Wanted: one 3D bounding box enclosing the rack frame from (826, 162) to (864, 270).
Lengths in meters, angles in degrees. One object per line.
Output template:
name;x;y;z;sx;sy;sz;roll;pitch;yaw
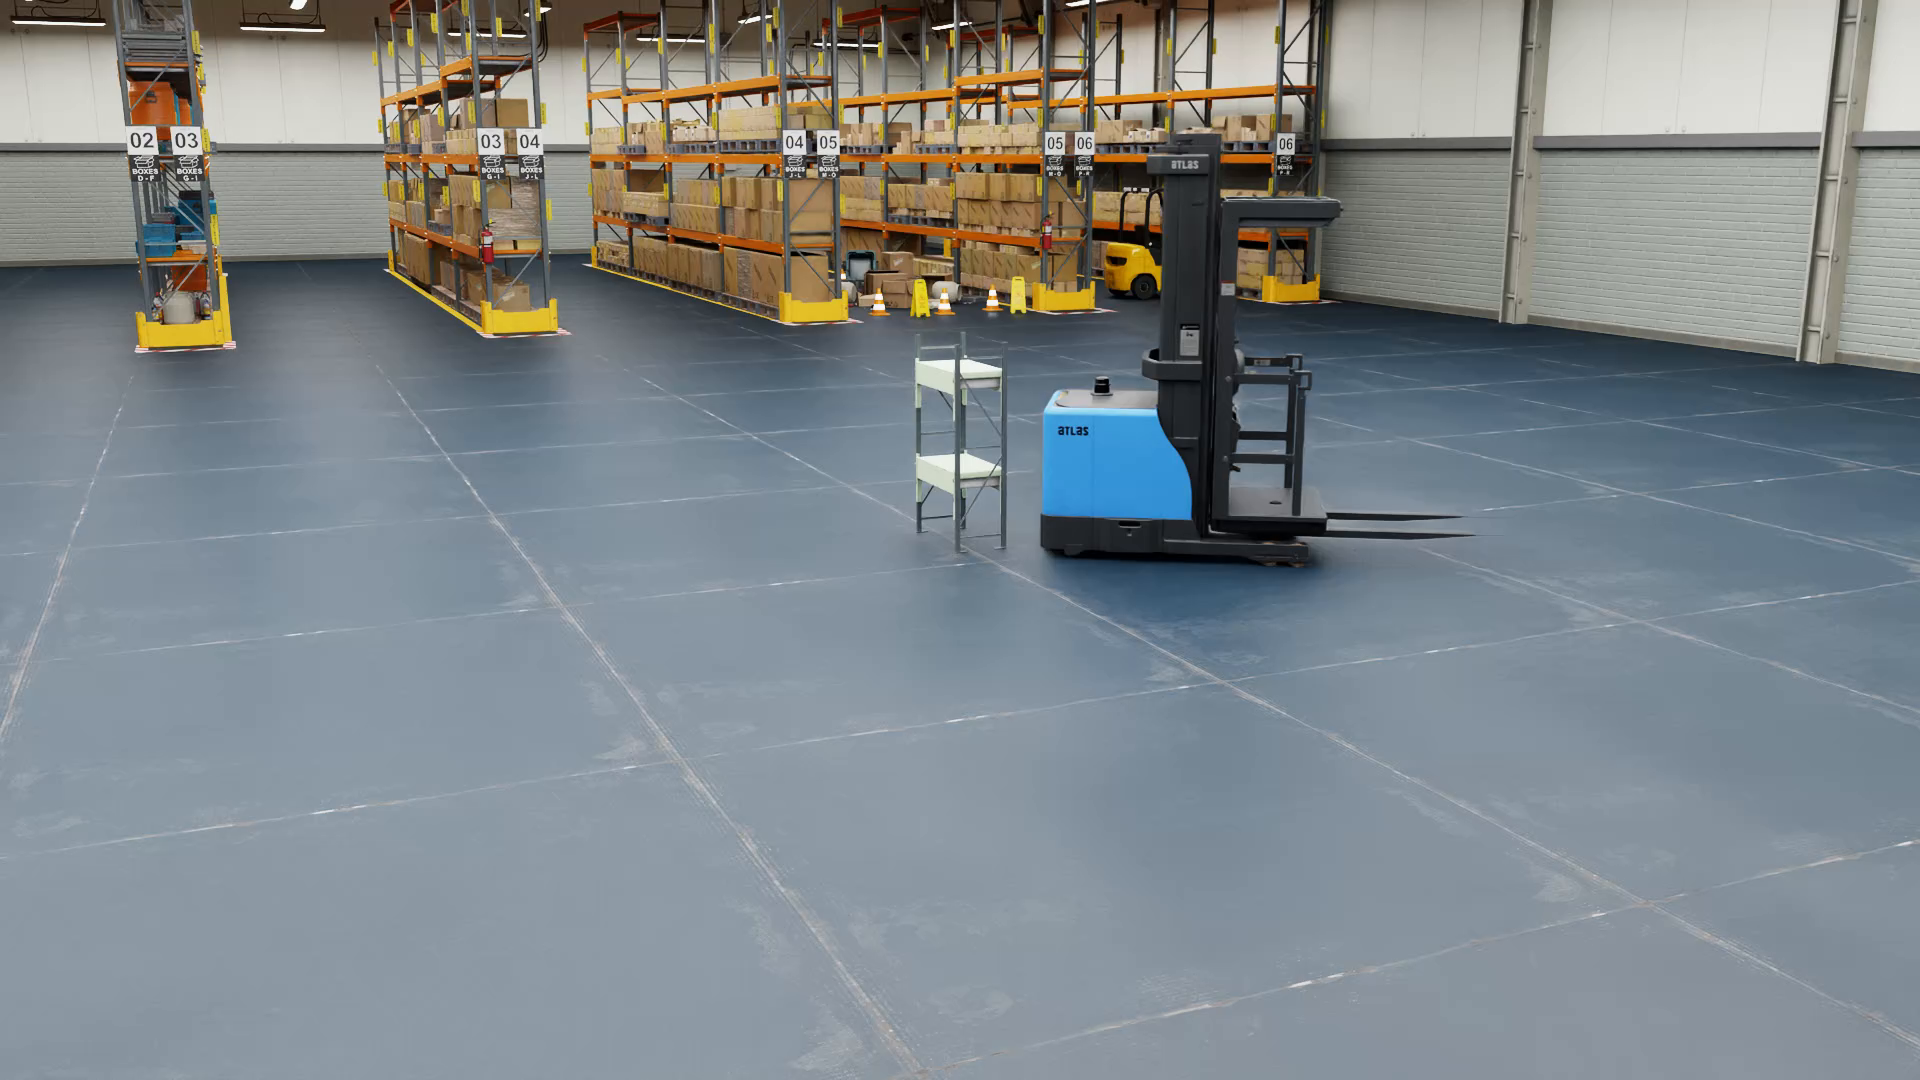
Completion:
rack frame;-2.848;-8.218;41.226;1.000;3.000;0.127;-6;14;-23

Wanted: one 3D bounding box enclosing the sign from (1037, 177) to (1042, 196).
sign;1.443;-6.411;30.149;0.100;0.325;0.005;-6;14;-23

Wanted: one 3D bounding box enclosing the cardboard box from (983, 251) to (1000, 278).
cardboard box;0.777;-5.433;32.694;0.500;0.500;0.500;-5;14;-20

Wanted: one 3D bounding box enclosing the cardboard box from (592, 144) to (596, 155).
cardboard box;-9.000;-9.849;41.953;0.500;0.250;0.500;-5;14;-21

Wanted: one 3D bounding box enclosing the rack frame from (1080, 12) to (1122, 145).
rack frame;3.301;-10.764;38.919;1.000;3.000;0.127;-6;14;-23

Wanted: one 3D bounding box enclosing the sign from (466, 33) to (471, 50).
sign;-9.832;-9.964;33.217;0.100;0.325;0.005;-6;14;-23

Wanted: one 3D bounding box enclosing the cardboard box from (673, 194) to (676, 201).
cardboard box;-6.168;-7.626;36.972;0.380;0.149;0.250;-5;14;-20

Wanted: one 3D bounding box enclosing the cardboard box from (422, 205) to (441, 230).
cardboard box;-10.750;-6.625;34.120;0.500;0.500;0.500;-5;14;-21

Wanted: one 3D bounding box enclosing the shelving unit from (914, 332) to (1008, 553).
shelving unit;0.003;-0.729;12.195;0.431;1.500;0.755;-6;14;-23

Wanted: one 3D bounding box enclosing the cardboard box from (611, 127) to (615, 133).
cardboard box;-8.144;-9.831;39.881;0.380;0.149;0.250;-6;14;-25

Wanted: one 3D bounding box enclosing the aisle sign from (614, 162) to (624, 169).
aisle sign;-8.699;-9.885;42.664;0.394;0.787;0.004;-6;14;-23

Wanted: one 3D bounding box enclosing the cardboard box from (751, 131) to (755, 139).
cardboard box;-3.488;-7.164;29.422;0.380;0.149;0.250;-6;14;-23

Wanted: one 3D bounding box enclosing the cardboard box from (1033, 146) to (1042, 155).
cardboard box;1.560;-7.126;30.413;0.380;0.149;0.250;-6;14;-23

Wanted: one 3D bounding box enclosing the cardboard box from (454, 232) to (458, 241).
cardboard box;-8.825;-5.423;29.708;0.380;0.149;0.250;-6;14;-23

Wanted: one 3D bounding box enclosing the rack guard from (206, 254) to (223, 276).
rack guard;-18.090;-6.488;39.294;1.175;0.500;0.348;-6;14;-23

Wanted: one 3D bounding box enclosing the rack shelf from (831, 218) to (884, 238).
rack shelf;-2.047;-7.454;39.522;1.077;0.370;4.000;-6;14;-23

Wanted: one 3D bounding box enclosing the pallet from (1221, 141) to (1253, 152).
pallet;5.754;-8.007;33.858;1.003;0.211;1.213;-6;14;-23

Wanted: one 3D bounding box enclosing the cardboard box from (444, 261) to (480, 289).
cardboard box;-9.805;-5.243;32.939;0.700;0.500;0.500;-7;15;-28

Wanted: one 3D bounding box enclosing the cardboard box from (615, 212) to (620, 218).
cardboard box;-8.144;-7.879;40.316;0.380;0.149;0.250;-6;14;-25

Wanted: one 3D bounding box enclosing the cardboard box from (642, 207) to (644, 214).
cardboard box;-6.868;-7.332;37.022;0.380;0.149;0.250;-5;14;-21

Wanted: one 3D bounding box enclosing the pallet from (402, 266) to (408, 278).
pallet;-12.653;-6.381;39.473;1.003;0.211;1.213;-6;14;-23

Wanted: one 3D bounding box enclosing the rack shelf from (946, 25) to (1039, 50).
rack shelf;0.898;-13.272;43.981;1.077;0.370;4.000;-6;14;-23

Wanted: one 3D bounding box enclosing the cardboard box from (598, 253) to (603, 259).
cardboard box;-9.029;-7.255;42.456;0.380;0.149;0.250;-5;14;-22

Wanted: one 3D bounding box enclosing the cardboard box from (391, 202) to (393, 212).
cardboard box;-13.371;-7.991;39.917;0.500;0.250;0.500;-6;14;-24

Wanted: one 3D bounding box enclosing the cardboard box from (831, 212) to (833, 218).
cardboard box;-2.913;-8.030;40.747;0.500;0.250;0.500;-6;14;-24

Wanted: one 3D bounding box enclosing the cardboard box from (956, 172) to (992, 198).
cardboard box;0.334;-7.136;33.449;0.700;0.500;0.500;-6;14;-24

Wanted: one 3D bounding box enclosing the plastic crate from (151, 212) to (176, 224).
plastic crate;-14.497;-5.719;30.286;0.402;0.464;0.583;-6;14;-23

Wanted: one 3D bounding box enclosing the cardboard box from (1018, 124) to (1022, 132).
cardboard box;1.312;-7.674;31.013;0.380;0.149;0.250;-6;14;-23

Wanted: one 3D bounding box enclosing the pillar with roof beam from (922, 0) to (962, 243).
pillar with roof beam;-4.102;-12.666;47.139;9.100;9.000;0.548;-6;14;-23

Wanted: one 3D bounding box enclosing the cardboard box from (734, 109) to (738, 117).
cardboard box;-3.894;-7.762;30.237;0.380;0.149;0.250;-5;14;-22

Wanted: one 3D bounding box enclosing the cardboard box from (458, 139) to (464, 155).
cardboard box;-8.153;-6.622;28.008;0.500;0.250;0.500;-6;14;-24

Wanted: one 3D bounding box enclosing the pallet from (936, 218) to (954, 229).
pallet;0.184;-6.643;34.845;1.003;0.211;1.213;-6;14;-23

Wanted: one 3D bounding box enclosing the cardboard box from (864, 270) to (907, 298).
cardboard box;-1.446;-4.916;32.191;0.797;0.637;0.503;-6;14;-23

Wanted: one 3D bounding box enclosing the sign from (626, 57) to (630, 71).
sign;-8.428;-12.077;42.173;0.100;0.325;0.005;-6;14;-23

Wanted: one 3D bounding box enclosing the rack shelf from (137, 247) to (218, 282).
rack shelf;-12.460;-4.459;26.580;1.077;0.370;4.000;-6;14;-23

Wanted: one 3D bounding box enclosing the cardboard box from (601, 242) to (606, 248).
cardboard box;-8.842;-7.433;41.907;0.380;0.149;0.250;-6;14;-23

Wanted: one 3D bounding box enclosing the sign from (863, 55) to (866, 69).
sign;-2.355;-11.686;40.657;0.100;0.325;0.005;-6;14;-23

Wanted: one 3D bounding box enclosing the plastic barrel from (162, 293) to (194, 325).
plastic barrel;-11.993;-3.518;25.504;0.421;0.512;0.421;0;13;0

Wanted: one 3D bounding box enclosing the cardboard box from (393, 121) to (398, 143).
cardboard box;-12.906;-9.581;39.086;0.700;0.500;0.500;-7;15;-27

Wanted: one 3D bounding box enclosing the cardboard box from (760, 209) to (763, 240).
cardboard box;-3.076;-5.655;29.820;0.875;0.550;0.550;-6;14;-23

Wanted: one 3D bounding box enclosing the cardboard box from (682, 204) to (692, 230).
cardboard box;-5.400;-6.646;34.213;0.500;0.500;0.500;-6;14;-23

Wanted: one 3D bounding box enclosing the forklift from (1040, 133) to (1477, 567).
forklift;2.130;-1.368;11.778;3.031;2.935;1.130;2;13;8

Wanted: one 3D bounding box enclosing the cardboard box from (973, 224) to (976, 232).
cardboard box;0.472;-6.249;33.276;0.380;0.149;0.250;-6;14;-23

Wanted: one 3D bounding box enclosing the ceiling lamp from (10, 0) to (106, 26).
ceiling lamp;-21.390;-13.802;39.101;2.000;3.185;0.800;-6;14;-23

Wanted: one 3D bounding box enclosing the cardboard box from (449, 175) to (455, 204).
cardboard box;-8.776;-6.235;29.558;0.500;0.500;0.500;-6;14;-23

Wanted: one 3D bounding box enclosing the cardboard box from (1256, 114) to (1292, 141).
cardboard box;6.105;-8.021;32.346;0.500;0.500;0.500;-5;14;-21

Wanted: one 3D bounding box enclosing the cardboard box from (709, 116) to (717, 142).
cardboard box;-4.788;-8.353;33.782;0.500;0.500;0.500;-6;14;-23

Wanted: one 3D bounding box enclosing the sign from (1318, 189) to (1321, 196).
sign;7.017;-6.697;32.559;0.100;0.325;0.005;-6;14;-23

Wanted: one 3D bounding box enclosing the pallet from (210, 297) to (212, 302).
pallet;-14.104;-4.276;30.375;1.003;0.211;1.213;-6;14;-23

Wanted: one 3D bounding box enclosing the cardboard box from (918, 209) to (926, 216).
cardboard box;-0.683;-7.052;35.812;0.380;0.149;0.250;-5;14;-21

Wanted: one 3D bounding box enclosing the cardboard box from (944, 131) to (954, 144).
cardboard box;-0.010;-8.266;34.181;0.500;0.250;0.500;-6;14;-24

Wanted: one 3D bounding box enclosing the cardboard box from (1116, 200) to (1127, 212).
cardboard box;3.875;-7.581;37.697;0.500;0.250;0.500;-5;14;-22

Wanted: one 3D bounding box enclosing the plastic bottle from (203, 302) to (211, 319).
plastic bottle;-12.100;-3.684;26.711;0.097;0.271;0.097;0;13;0

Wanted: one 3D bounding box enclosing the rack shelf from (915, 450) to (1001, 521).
rack shelf;0.003;-0.412;12.268;0.431;0.370;0.720;-6;14;-23
